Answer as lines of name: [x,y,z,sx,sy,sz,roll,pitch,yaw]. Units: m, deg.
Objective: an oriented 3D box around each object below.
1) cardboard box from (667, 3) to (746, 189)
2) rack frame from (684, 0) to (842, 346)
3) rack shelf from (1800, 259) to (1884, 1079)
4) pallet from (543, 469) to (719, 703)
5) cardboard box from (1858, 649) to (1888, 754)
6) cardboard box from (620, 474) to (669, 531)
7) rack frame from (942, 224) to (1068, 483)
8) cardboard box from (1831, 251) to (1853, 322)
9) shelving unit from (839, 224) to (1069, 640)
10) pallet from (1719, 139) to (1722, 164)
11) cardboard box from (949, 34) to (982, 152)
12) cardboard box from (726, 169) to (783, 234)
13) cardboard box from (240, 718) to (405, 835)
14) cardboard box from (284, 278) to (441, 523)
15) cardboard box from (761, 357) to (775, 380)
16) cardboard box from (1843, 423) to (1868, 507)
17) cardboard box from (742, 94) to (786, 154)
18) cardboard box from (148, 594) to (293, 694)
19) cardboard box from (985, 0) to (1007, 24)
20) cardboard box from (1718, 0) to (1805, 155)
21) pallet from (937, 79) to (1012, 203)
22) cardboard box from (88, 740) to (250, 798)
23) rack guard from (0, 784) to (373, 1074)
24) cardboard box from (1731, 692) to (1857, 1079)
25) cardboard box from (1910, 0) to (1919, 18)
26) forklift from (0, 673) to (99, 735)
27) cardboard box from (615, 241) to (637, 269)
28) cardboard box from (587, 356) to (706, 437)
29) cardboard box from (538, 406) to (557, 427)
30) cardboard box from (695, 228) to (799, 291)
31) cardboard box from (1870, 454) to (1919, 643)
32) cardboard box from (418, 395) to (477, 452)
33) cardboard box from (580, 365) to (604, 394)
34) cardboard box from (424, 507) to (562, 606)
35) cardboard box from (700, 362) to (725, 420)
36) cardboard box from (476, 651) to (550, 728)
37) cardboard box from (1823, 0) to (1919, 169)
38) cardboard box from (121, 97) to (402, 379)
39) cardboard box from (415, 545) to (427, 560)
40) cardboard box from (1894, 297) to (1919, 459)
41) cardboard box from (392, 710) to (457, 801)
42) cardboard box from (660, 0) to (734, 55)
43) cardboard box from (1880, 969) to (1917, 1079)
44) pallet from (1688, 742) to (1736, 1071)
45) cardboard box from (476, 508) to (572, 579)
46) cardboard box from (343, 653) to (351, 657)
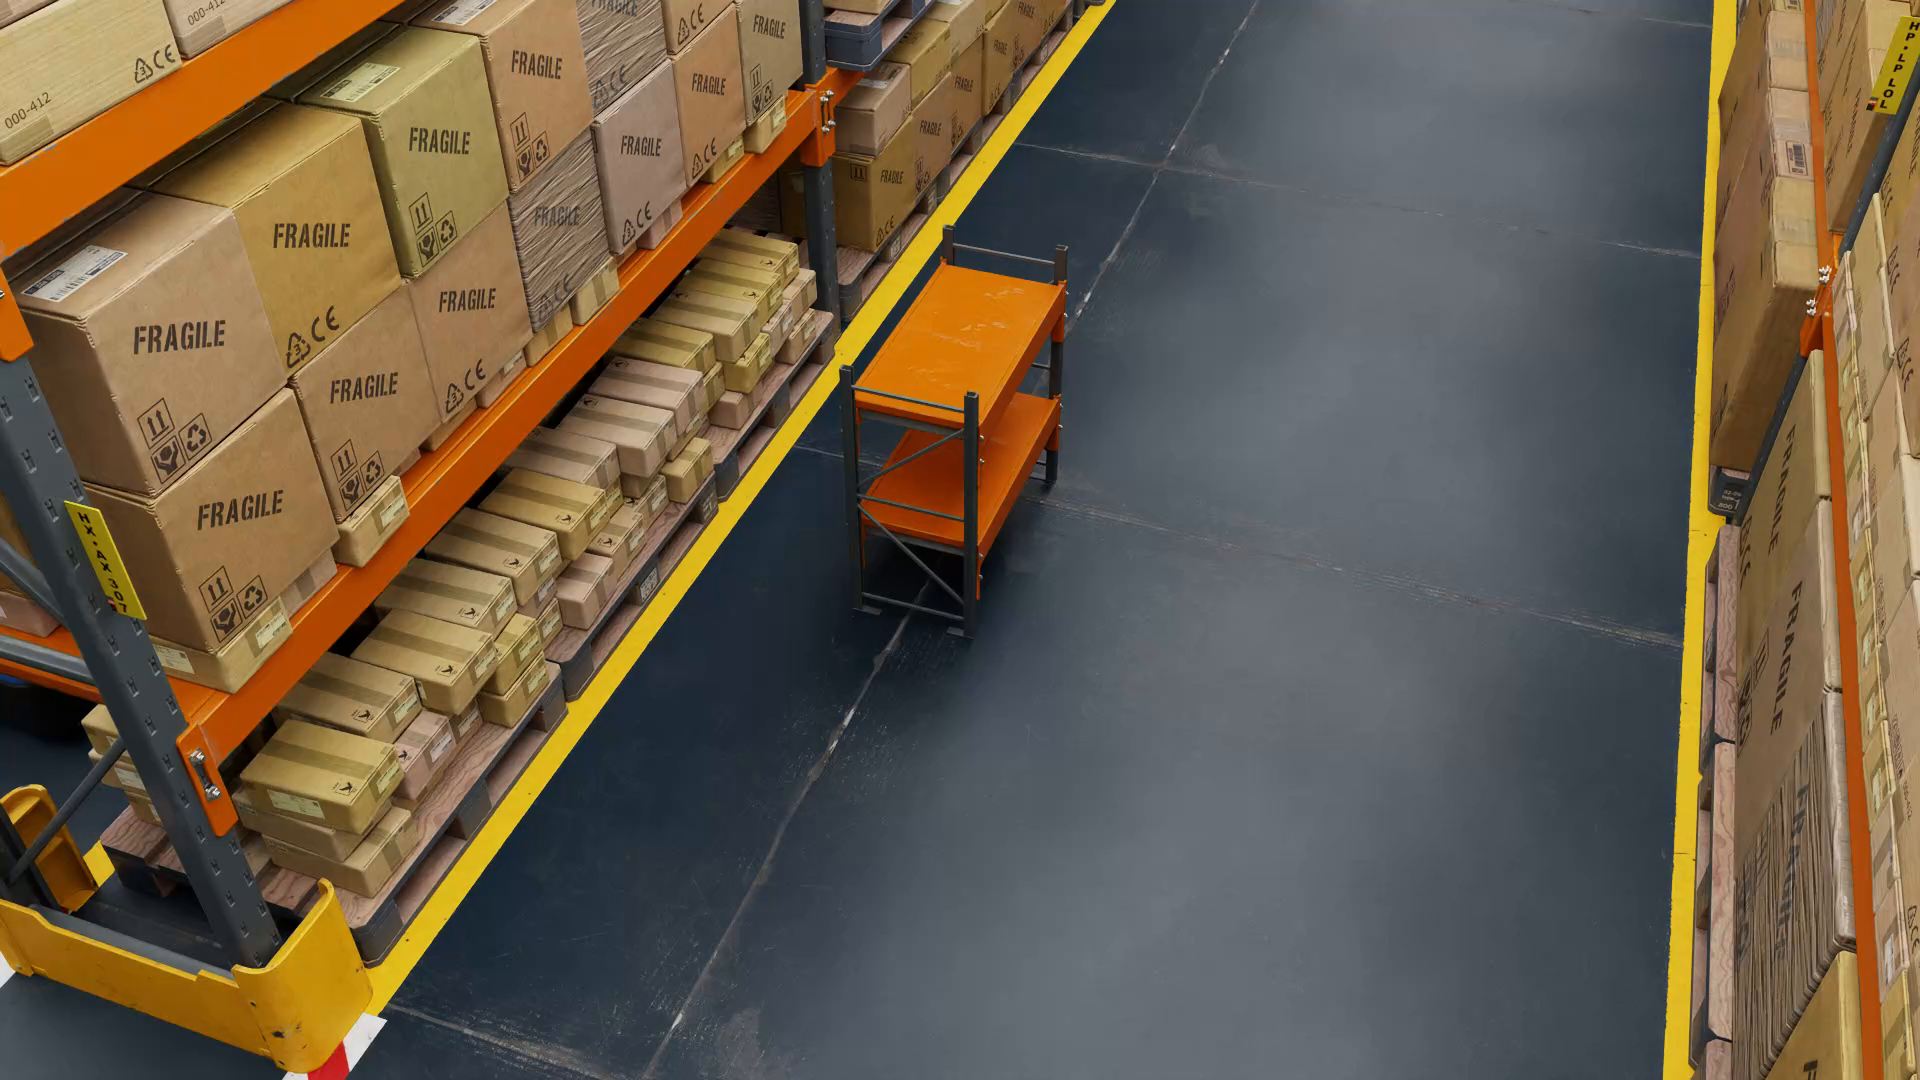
cardboard box: [-1.130,-1.659,6.077,0.500,0.500,0.500,12,42,14]
rack frame: [-1.052,-2.182,6.996,1.000,3.000,0.127,13,42,15]
rack shelf: [2.891,0.474,4.438,1.077,0.370,4.000,13,42,15]
pallet: [-1.664,0.043,6.537,1.003,0.211,1.213,13,42,15]
cardboard box: [2.455,0.444,4.112,0.380,0.149,0.250,13,42,15]
cardboard box: [-1.372,-0.167,6.508,0.380,0.149,0.250,14,42,16]
rack frame: [0.172,-0.734,6.743,0.500,1.125,0.032,13,42,15]
cardboard box: [3.161,-0.817,5.591,0.380,0.149,0.250,13,42,15]
shelving unit: [-0.002,-0.424,6.380,0.538,1.125,1.048,13,42,15]
pallet: [4.602,-1.934,8.855,1.003,0.211,1.213,13,42,15]
cardboard box: [-0.204,-2.428,8.887,0.500,0.500,0.500,14,42,16]
cardboard box: [-1.035,-1.898,8.266,0.500,0.500,0.500,13,42,14]
cardboard box: [-1.921,0.712,5.019,0.380,0.149,0.250,11,42,13]
cardboard box: [-1.847,-0.438,4.646,0.500,0.500,0.500,13,42,15]
cardboard box: [-1.033,-0.803,7.253,0.380,0.149,0.250,14,43,16]
cardboard box: [2.806,-0.180,4.843,0.380,0.149,0.250,13,42,14]
cardboard box: [-0.915,-1.679,6.600,0.380,0.149,0.250,12,42,14]
cardboard box: [-2.001,0.228,4.365,0.380,0.149,0.250,13,42,15]
cardboard box: [-0.023,-3.024,9.007,0.500,0.250,0.500,14,42,16]
cardboard box: [4.687,-2.394,8.559,1.225,0.875,0.875,11,42,13]
pallet: [-0.371,-2.343,9.334,1.003,0.211,1.213,13,42,15]
cardboard box: [-2.507,0.684,5.281,0.380,0.149,0.250,12,42,14]
rack guard: [-2.394,1.162,5.003,1.175,0.500,0.348,13,42,15]
cardboard box: [2.662,1.106,4.457,0.875,0.875,0.875,13,42,15]
cardboard box: [4.031,-2.247,6.222,0.797,0.503,0.637,14,42,16]
forklift: [-3.022,-1.389,6.119,1.130,2.935,3.031,16,43,18]
cardboard box: [-1.376,-1.062,5.877,0.380,0.149,0.250,13,42,14]
cardboard box: [-1.225,-0.564,6.515,0.380,0.149,0.250,11,42,13]
cardboard box: [-1.801,-0.514,6.456,0.380,0.149,0.250,12,42,13]
cardboard box: [-0.929,-1.209,7.270,0.380,0.149,0.250,14,43,16]
cardboard box: [2.645,0.071,4.242,0.500,0.250,0.500,13,42,15]
cardboard box: [-1.735,-0.437,5.144,0.380,0.149,0.250,13,42,15]
cardboard box: [-1.623,-0.725,6.933,0.380,0.149,0.250,11,42,13]
cardboard box: [-1.623,0.055,5.789,0.380,0.149,0.250,15,43,17]
cardboard box: [-1.195,-0.641,6.834,0.380,0.149,0.250,14,42,15]
cardboard box: [-1.658,0.472,5.759,0.380,0.149,0.250,14,42,16]
cardboard box: [3.654,-1.704,6.359,0.500,0.500,0.500,15,43,16]
cardboard box: [-1.850,-0.798,4.298,0.500,0.500,0.500,14,43,16]
cardboard box: [-2.166,0.048,6.026,0.380,0.149,0.250,14,42,16]
cardboard box: [2.821,-0.509,4.344,0.500,0.500,0.500,12,42,14]
cardboard box: [-1.853,0.652,5.318,0.380,0.149,0.250,13,42,15]
cardboard box: [-1.130,-2.050,5.766,0.500,0.500,0.500,12,42,14]
cardboard box: [2.106,1.067,3.382,0.380,0.149,0.250,14,42,16]
pallet: [2.826,1.234,5.141,1.003,0.211,1.213,13,42,15]
cardboard box: [-1.607,-0.007,6.090,0.380,0.149,0.250,15,43,17]
cardboard box: [-2.272,0.494,5.733,0.380,0.149,0.250,13,42,15]
